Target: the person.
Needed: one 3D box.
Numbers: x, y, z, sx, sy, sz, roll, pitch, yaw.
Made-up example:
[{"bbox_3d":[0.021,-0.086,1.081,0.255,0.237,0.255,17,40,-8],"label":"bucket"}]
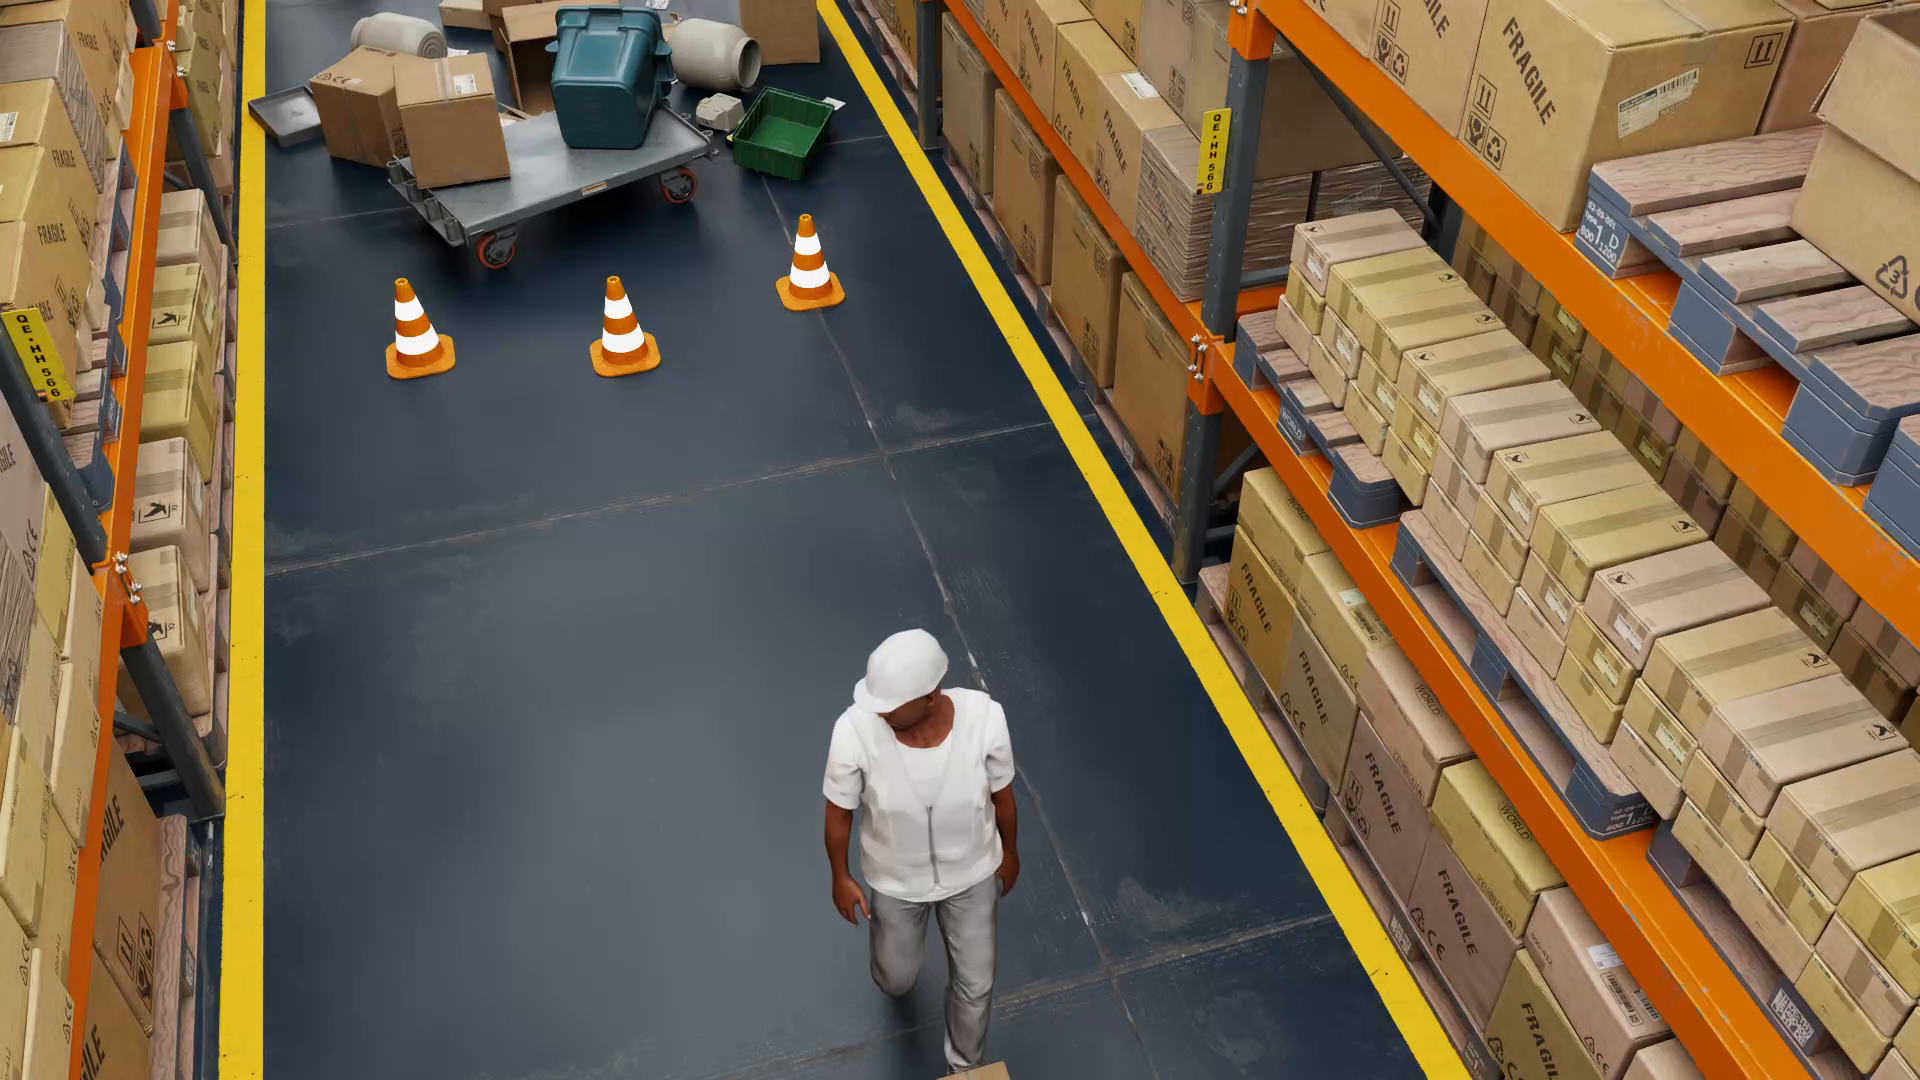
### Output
[{"bbox_3d":[-0.051,1.042,5.086,0.613,1.633,0.576,-11,43,-12],"label":"person"}]
